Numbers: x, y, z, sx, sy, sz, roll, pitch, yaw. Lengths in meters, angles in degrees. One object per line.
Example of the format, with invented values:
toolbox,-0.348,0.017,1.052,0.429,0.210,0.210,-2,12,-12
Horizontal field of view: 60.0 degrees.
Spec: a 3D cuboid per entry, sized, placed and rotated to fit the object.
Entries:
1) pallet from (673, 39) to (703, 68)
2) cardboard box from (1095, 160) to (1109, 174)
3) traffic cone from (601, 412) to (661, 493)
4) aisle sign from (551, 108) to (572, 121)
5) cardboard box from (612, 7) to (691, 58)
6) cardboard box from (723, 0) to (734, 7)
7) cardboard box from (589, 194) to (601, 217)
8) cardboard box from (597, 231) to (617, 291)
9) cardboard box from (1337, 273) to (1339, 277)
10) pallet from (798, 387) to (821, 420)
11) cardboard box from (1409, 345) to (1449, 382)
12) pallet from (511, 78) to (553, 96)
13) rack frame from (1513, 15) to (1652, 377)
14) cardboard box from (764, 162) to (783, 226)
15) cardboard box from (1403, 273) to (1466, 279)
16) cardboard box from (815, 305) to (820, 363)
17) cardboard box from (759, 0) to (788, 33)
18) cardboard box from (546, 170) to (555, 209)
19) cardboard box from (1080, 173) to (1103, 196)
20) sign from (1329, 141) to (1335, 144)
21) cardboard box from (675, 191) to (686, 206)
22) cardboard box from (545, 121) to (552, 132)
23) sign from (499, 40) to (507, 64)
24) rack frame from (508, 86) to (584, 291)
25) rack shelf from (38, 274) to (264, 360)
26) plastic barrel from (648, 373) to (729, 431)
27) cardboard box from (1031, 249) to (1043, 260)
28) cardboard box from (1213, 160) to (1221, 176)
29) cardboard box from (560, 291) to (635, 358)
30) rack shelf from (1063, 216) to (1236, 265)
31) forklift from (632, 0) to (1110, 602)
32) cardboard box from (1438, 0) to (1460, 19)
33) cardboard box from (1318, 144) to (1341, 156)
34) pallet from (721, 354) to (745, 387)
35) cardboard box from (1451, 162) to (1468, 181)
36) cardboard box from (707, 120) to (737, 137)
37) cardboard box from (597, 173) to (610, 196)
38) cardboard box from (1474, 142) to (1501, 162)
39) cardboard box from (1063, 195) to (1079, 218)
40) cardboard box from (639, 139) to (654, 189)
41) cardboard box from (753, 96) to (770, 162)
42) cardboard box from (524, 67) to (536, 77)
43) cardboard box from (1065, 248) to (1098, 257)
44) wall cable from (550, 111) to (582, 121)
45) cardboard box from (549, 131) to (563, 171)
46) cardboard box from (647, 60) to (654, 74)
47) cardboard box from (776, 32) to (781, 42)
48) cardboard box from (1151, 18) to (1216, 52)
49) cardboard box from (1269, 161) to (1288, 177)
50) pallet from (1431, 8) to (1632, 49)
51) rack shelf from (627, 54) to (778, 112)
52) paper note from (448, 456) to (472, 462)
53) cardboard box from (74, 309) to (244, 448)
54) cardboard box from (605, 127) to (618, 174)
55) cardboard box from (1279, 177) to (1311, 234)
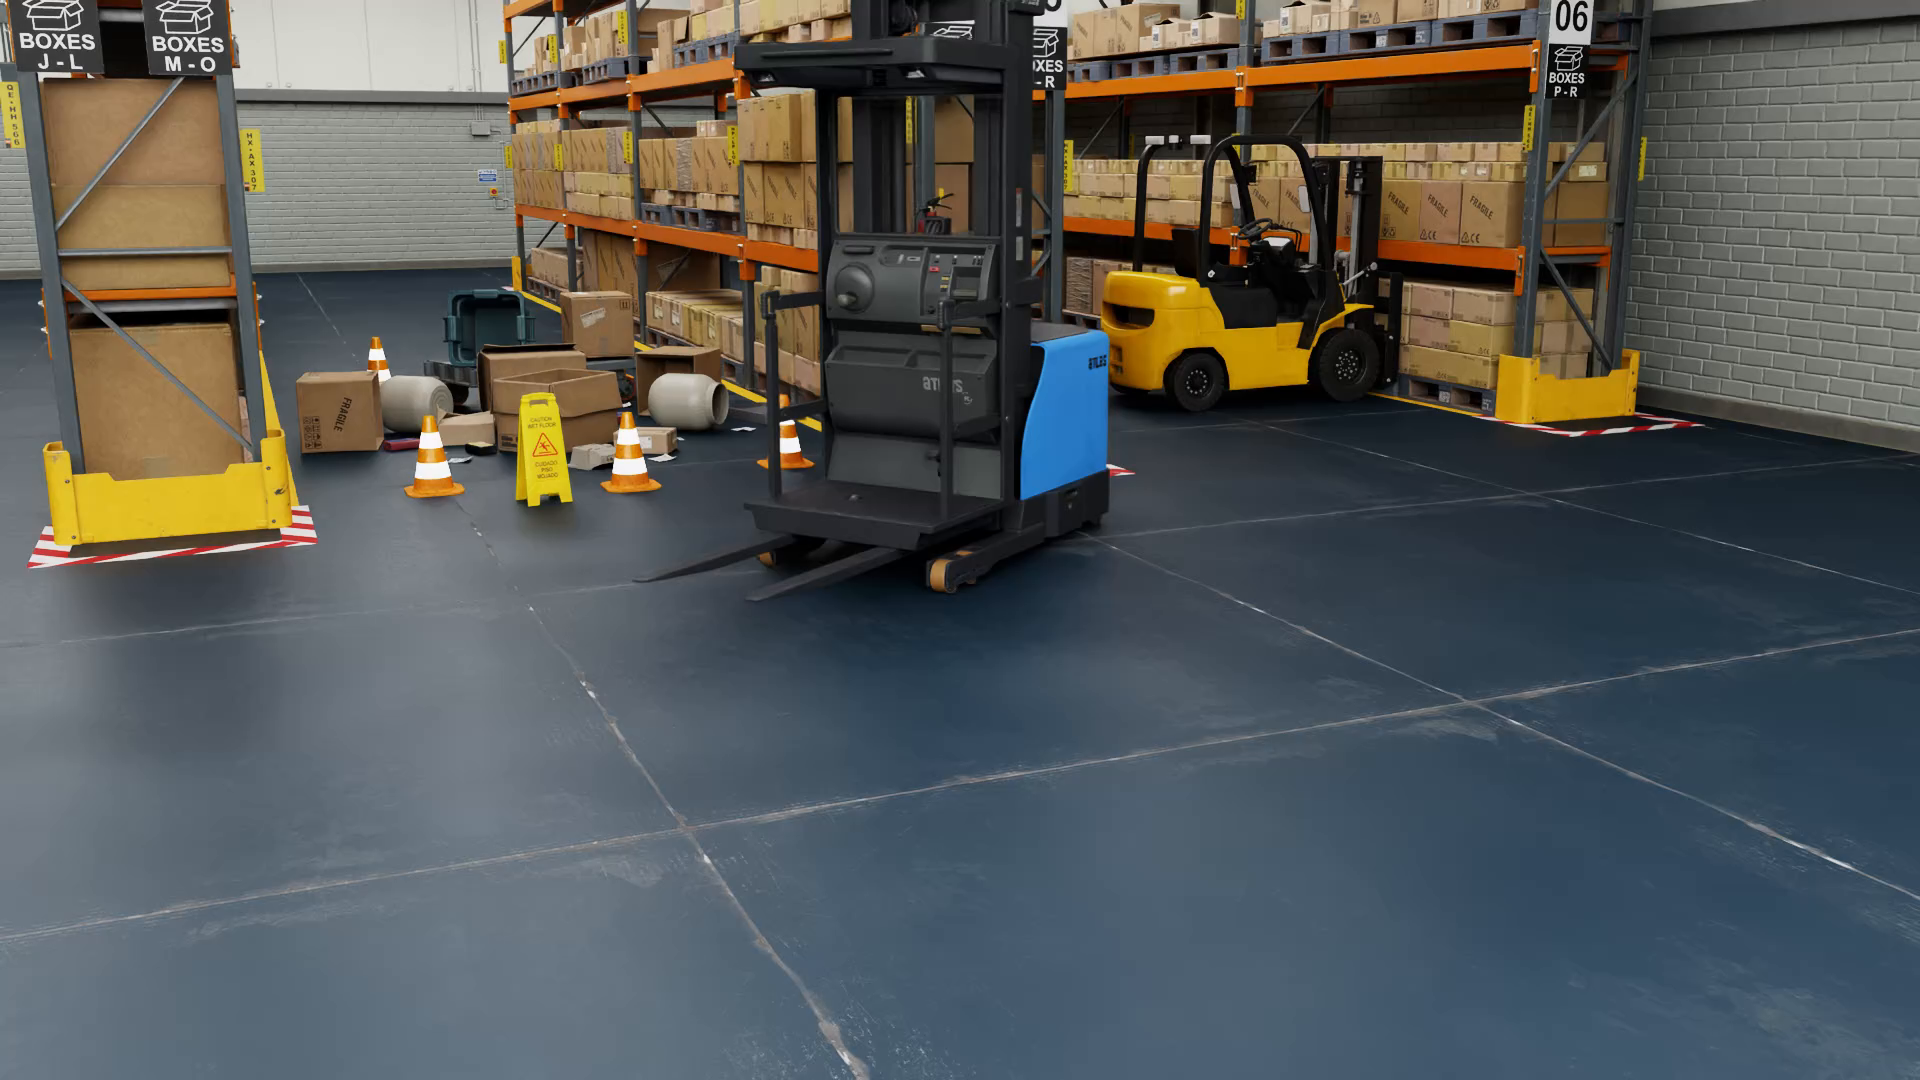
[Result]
pallet,-1.972,-4.536,15.582,1.213,0.211,1.003,-6,14,-23
cardboard box,1.749,-4.204,18.723,0.380,0.149,0.250,-5,14,-22
traffic cone,-2.036,-0.555,10.240,0.336,0.463,0.334,-6,14,-23
aisle sign,-5.955,-6.604,24.985,0.394,0.787,0.004,-6,14,-23
cardboard box,-3.295,-5.422,17.832,0.797,0.503,0.637,-7,15,-26
cardboard box,-1.753,-4.760,14.424,0.500,0.250,0.500,-5,14,-22
cardboard box,-4.083,-3.962,19.669,0.500,0.250,0.500,-6,14,-24
cardboard box,-3.918,-3.331,20.389,0.875,0.875,0.875,-5,14,-21
cardboard box,3.455,-2.280,15.017,0.500,0.250,0.500,-5,14,-21
pallet,-0.610,-1.069,13.019,1.003,0.211,1.213,-6,14,-23
cardboard box,4.077,-1.475,13.758,0.500,0.250,0.500,-6,14,-23
pallet,-5.904,-6.560,24.107,1.003,0.211,1.213,-6,14,-23
rack frame,4.745,-2.438,12.751,1.000,3.000,0.127,-6,14,-23
cardboard box,-1.260,-2.791,13.396,0.500,0.500,0.500,-6,14,-23
cardboard box,4.133,-2.220,14.759,0.500,0.250,0.500,-6,14,-24
cardboard box,-0.769,-1.574,12.520,0.500,0.500,0.500,-6,14,-24
cardboard box,-1.263,-4.127,13.070,0.500,0.250,0.500,-6,14,-23
cardboard box,-5.239,-4.695,22.283,0.500,0.500,0.500,-6,14,-24
cardboard box,1.694,-4.044,18.914,0.500,0.250,0.500,-5,14,-21
sign,3.651,-3.775,16.433,0.100,0.325,0.005,-6,14,-23
cardboard box,-2.637,-3.416,16.604,0.380,0.149,0.250,-5,14,-20
cardboard box,-5.371,-5.571,22.409,0.380,0.149,0.250,-6,14,-23
sign,-6.721,-7.171,24.436,0.100,0.325,0.005,-6,14,-23
rack frame,-6.211,-5.294,25.093,1.000,3.000,0.127,-6,14,-23
rack shelf,-5.098,-1.584,10.655,1.077,0.370,4.000,-6,14,-23
plastic barrel,-2.016,-1.024,12.354,0.512,0.421,0.421,4,14,16
cardboard box,0.973,-3.526,20.627,0.380,0.149,0.250,-6,15,-26
cardboard box,2.683,-3.731,16.679,0.380,0.149,0.250,-6,14,-24
cardboard box,-3.023,-1.799,13.856,0.500,0.500,0.500,-6,14,-23
rack shelf,2.342,-3.327,18.188,1.077,0.370,4.000,-6,14,-23
forklift,-0.354,-1.295,7.964,1.130,2.935,3.031,8,15,30
cardboard box,4.033,-4.283,13.217,0.396,0.266,0.258,-6,14,-23
cardboard box,3.434,-3.470,14.890,0.380,0.149,0.250,-6,14,-24
pallet,-1.717,-1.617,15.390,1.003,0.211,1.213,-6,14,-23
cardboard box,4.172,-2.958,13.339,0.380,0.149,0.250,-5,14,-22
cardboard box,-2.084,-3.746,15.150,0.380,0.149,0.250,-6,14,-25
cardboard box,-3.865,-4.099,19.151,0.500,0.250,0.500,-6,14,-24
cardboard box,4.281,-3.051,13.079,0.380,0.149,0.250,-6,14,-23
cardboard box,1.494,-3.904,19.418,0.500,0.250,0.500,-6,14,-23
cardboard box,-3.038,-3.926,17.368,0.500,0.500,0.500,-6,14,-25
cardboard box,-1.242,-3.278,13.282,0.700,0.500,0.500,-6,14,-23
cardboard box,-5.985,-6.641,23.664,0.380,0.149,0.250,-5,14,-21
cardboard box,1.535,-3.587,20.889,0.380,0.149,0.250,-5,14,-21
wall cable,-7.196,-7.083,30.567,0.588,1.984,0.122,-6,14,-23
cardboard box,-5.050,-5.076,21.712,0.500,0.500,0.500,-6,14,-23
cardboard box,-3.036,-4.900,17.295,0.380,0.149,0.250,-6,14,-23
cardboard box,-1.249,-3.967,13.264,0.380,0.149,0.250,-6,14,-23
cardboard box,2.322,-5.222,17.171,0.500,0.311,0.500,-6,14,-25
cardboard box,3.135,-3.486,15.620,0.380,0.149,0.250,-5,14,-22
pallet,4.486,-4.005,13.064,1.003,0.211,1.213,-6,14,-23
rack shelf,-2.205,-4.339,15.910,1.077,0.370,4.000,-6,14,-23
paper note,-3.352,-0.542,11.149,0.144,0.017,0.142,-1,13,-4
cardboard box,-4.983,-1.006,10.345,0.875,0.875,0.875,-6,14,-24
cardboard box,-3.666,-4.366,18.642,0.500,0.500,0.500,-5,14,-22
cardboard box,3.305,-3.092,15.354,0.500,0.500,0.500,-5,14,-22
